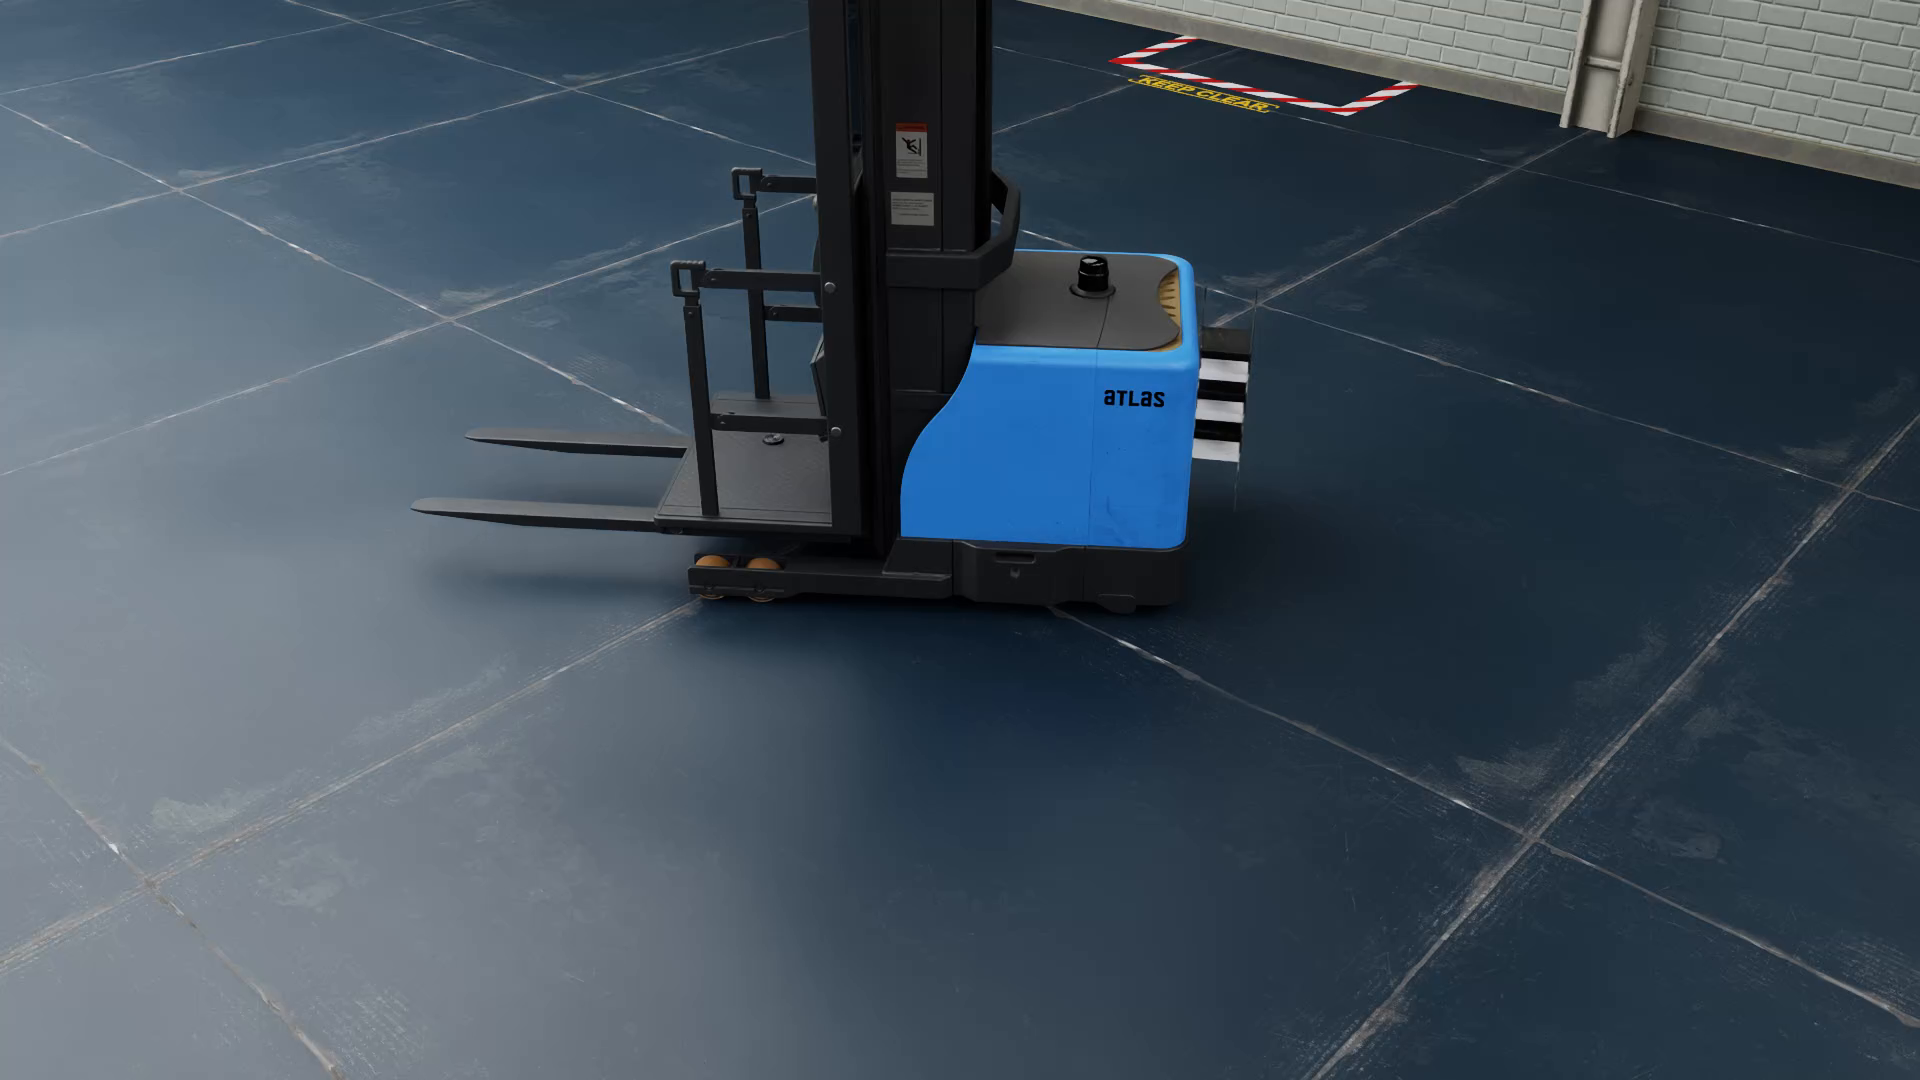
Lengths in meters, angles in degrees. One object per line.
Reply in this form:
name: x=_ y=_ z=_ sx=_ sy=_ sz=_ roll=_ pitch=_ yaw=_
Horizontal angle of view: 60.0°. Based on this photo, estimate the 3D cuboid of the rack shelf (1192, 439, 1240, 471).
rack shelf: x=1.067 y=-0.390 z=6.937 sx=0.200 sy=0.077 sz=0.258 roll=6 pitch=31 yaw=8

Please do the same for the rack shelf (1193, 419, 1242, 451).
rack shelf: x=1.068 y=-0.467 z=6.890 sx=0.200 sy=0.077 sz=0.258 roll=6 pitch=31 yaw=8

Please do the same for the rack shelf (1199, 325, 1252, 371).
rack shelf: x=1.072 y=-0.775 z=6.704 sx=0.200 sy=0.077 sz=0.258 roll=6 pitch=31 yaw=8

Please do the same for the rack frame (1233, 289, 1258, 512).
rack frame: x=1.170 y=-0.563 z=6.812 sx=0.006 sy=0.900 sz=0.240 roll=6 pitch=31 yaw=8

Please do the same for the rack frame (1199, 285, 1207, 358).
rack frame: x=0.969 y=-0.582 z=6.841 sx=0.006 sy=0.900 sz=0.240 roll=6 pitch=31 yaw=8

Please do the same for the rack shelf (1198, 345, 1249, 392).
rack shelf: x=1.071 y=-0.698 z=6.751 sx=0.200 sy=0.077 sz=0.258 roll=6 pitch=31 yaw=8

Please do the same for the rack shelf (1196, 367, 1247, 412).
rack shelf: x=1.070 y=-0.621 z=6.797 sx=0.200 sy=0.077 sz=0.258 roll=6 pitch=31 yaw=8

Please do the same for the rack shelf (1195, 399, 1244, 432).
rack shelf: x=1.069 y=-0.544 z=6.844 sx=0.200 sy=0.077 sz=0.258 roll=6 pitch=31 yaw=8

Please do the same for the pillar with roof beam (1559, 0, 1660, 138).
pillar with roof beam: x=1.506 y=-5.061 z=6.432 sx=0.400 sy=9.000 sz=9.100 roll=25 pitch=39 yaw=35

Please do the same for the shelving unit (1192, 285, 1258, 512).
shelving unit: x=1.069 y=-0.573 z=6.827 sx=0.210 sy=0.900 sz=0.258 roll=6 pitch=31 yaw=8

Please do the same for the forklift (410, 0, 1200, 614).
forklift: x=-0.621 y=-1.286 z=6.045 sx=3.031 sy=2.935 sz=1.130 roll=3 pitch=31 yaw=5
